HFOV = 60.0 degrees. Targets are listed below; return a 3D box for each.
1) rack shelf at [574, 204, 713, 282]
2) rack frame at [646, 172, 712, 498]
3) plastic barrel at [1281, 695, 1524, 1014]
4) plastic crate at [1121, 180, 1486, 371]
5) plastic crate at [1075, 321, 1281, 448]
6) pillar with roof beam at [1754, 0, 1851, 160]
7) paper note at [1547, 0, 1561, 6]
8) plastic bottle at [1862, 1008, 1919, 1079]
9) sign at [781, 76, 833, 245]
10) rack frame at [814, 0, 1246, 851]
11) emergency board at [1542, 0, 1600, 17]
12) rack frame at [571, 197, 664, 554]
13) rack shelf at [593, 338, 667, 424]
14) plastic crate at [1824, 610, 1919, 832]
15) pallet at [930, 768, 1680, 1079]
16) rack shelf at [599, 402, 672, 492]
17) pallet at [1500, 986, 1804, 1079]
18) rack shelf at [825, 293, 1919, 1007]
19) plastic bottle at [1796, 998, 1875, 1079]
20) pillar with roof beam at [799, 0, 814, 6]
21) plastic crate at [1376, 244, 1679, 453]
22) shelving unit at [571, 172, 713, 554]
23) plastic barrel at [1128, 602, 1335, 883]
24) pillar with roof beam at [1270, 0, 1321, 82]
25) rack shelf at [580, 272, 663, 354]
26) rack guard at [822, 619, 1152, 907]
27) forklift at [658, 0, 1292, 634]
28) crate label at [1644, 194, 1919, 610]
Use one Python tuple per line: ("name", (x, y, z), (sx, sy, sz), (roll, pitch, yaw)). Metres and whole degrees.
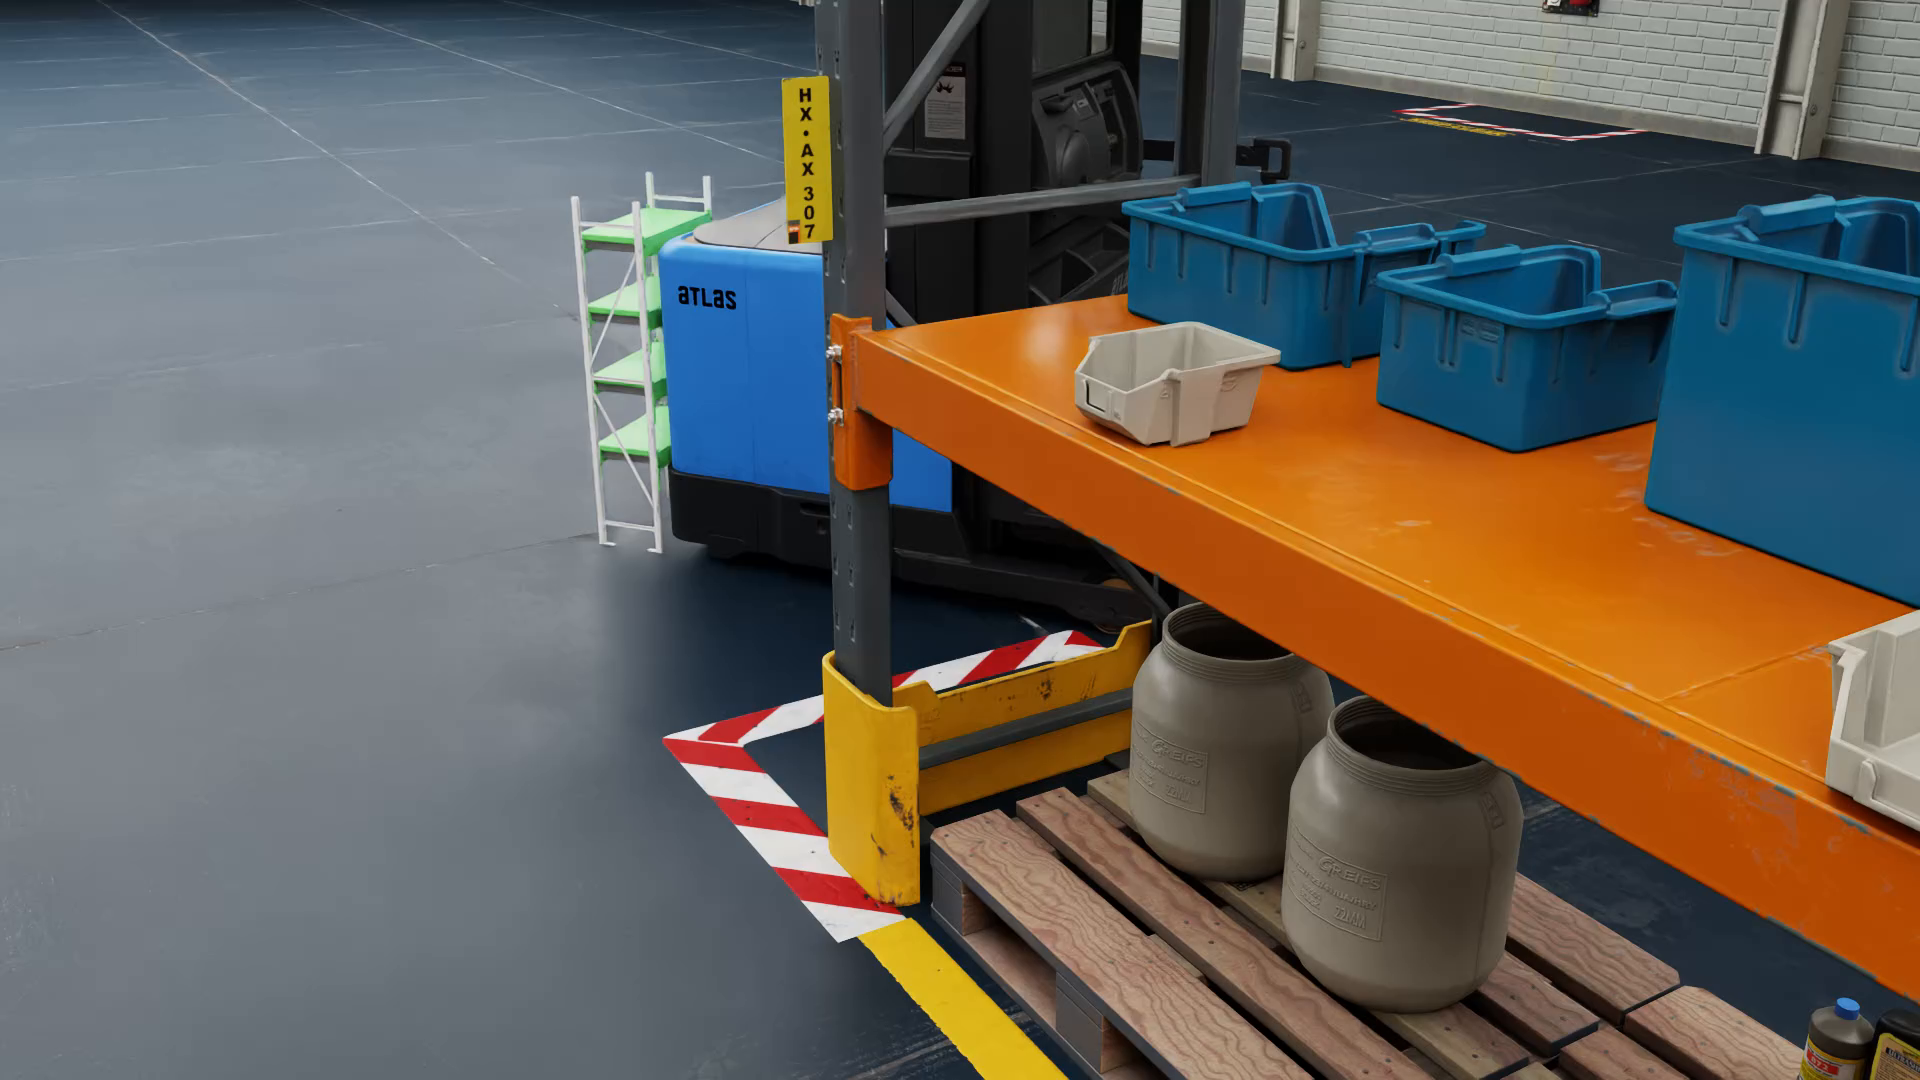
("rack shelf", (-1.050, -0.999, 5.568), (0.258, 0.148, 0.480), (8, 23, 17))
("rack frame", (-0.973, -0.700, 5.939), (0.240, 1.200, 0.015), (8, 23, 17))
("plastic barrel", (0.829, 0.586, 3.133), (0.421, 0.512, 0.421), (0, 22, 0))
("plastic crate", (0.684, -0.560, 3.402), (0.499, 0.251, 0.616), (-13, 25, -28))
("plastic crate", (0.352, -0.259, 2.816), (0.298, 0.136, 0.250), (-13, 25, -28))
("pillar with roof beam", (3.024, -6.472, 9.783), (9.100, 9.000, 0.400), (-13, 25, -28))
("paper note", (5.464, -4.990, 15.275), (0.016, 0.148, 0.142), (-13, 25, -28))
("plastic bottle", (1.562, 0.866, 2.720), (0.061, 0.283, 0.133), (-12, 25, -27))
("sign", (-0.304, -0.757, 3.322), (0.100, 0.325, 0.005), (-13, 25, -28))
("rack frame", (0.171, -0.733, 3.631), (1.000, 3.000, 0.127), (-13, 25, -28))
("emergency board", (5.495, -5.328, 14.936), (0.194, 1.169, 0.643), (-13, 25, -28))
("rack frame", (-1.131, -0.527, 5.512), (0.240, 1.200, 0.015), (8, 23, 17))
("rack shelf", (-1.052, -0.554, 5.750), (0.258, 0.148, 0.480), (8, 23, 17))
("plastic crate", (1.167, 0.207, 1.669), (0.530, 0.136, 0.437), (-13, 25, -28))
("pallet", (0.661, 0.838, 3.468), (1.003, 0.211, 1.213), (-13, 25, -28))
("rack shelf", (-1.053, -0.332, 5.840), (0.258, 0.148, 0.480), (8, 23, 17))
("pallet", (1.280, 1.233, 2.498), (1.003, 0.211, 1.213), (-13, 25, -28))
("rack shelf", (1.193, 0.248, 2.174), (1.077, 0.370, 4.000), (-13, 25, -28))
("plastic bottle", (1.486, 0.870, 2.820), (0.097, 0.201, 0.097), (0, 22, 0))
("pillar with roof beam", (-6.171, -12.299, 24.118), (9.100, 9.000, 0.400), (-13, 25, -28))
("plastic crate", (1.011, -0.348, 2.882), (0.499, 0.251, 0.408), (-13, 25, -28))
("shelving unit", (-1.052, -0.614, 5.726), (0.258, 1.200, 0.503), (8, 23, 17))
("plastic barrel", (0.573, 0.423, 3.533), (0.421, 0.512, 0.421), (0, 22, 0))
("pillar with roof beam", (-0.041, -8.414, 14.561), (9.100, 9.000, 0.400), (-13, 25, -28))
("rack shelf", (-1.051, -0.777, 5.659), (0.258, 0.148, 0.480), (8, 23, 17))
("rack guard", (0.251, 0.441, 4.064), (1.175, 0.500, 0.348), (-13, 25, -28))
("forklift", (0.583, -1.268, 5.039), (3.031, 2.935, 1.130), (9, 24, 20))
("crate label", (1.344, -0.206, 2.287), (0.502, 0.435, 0.616), (-13, 25, -28))
